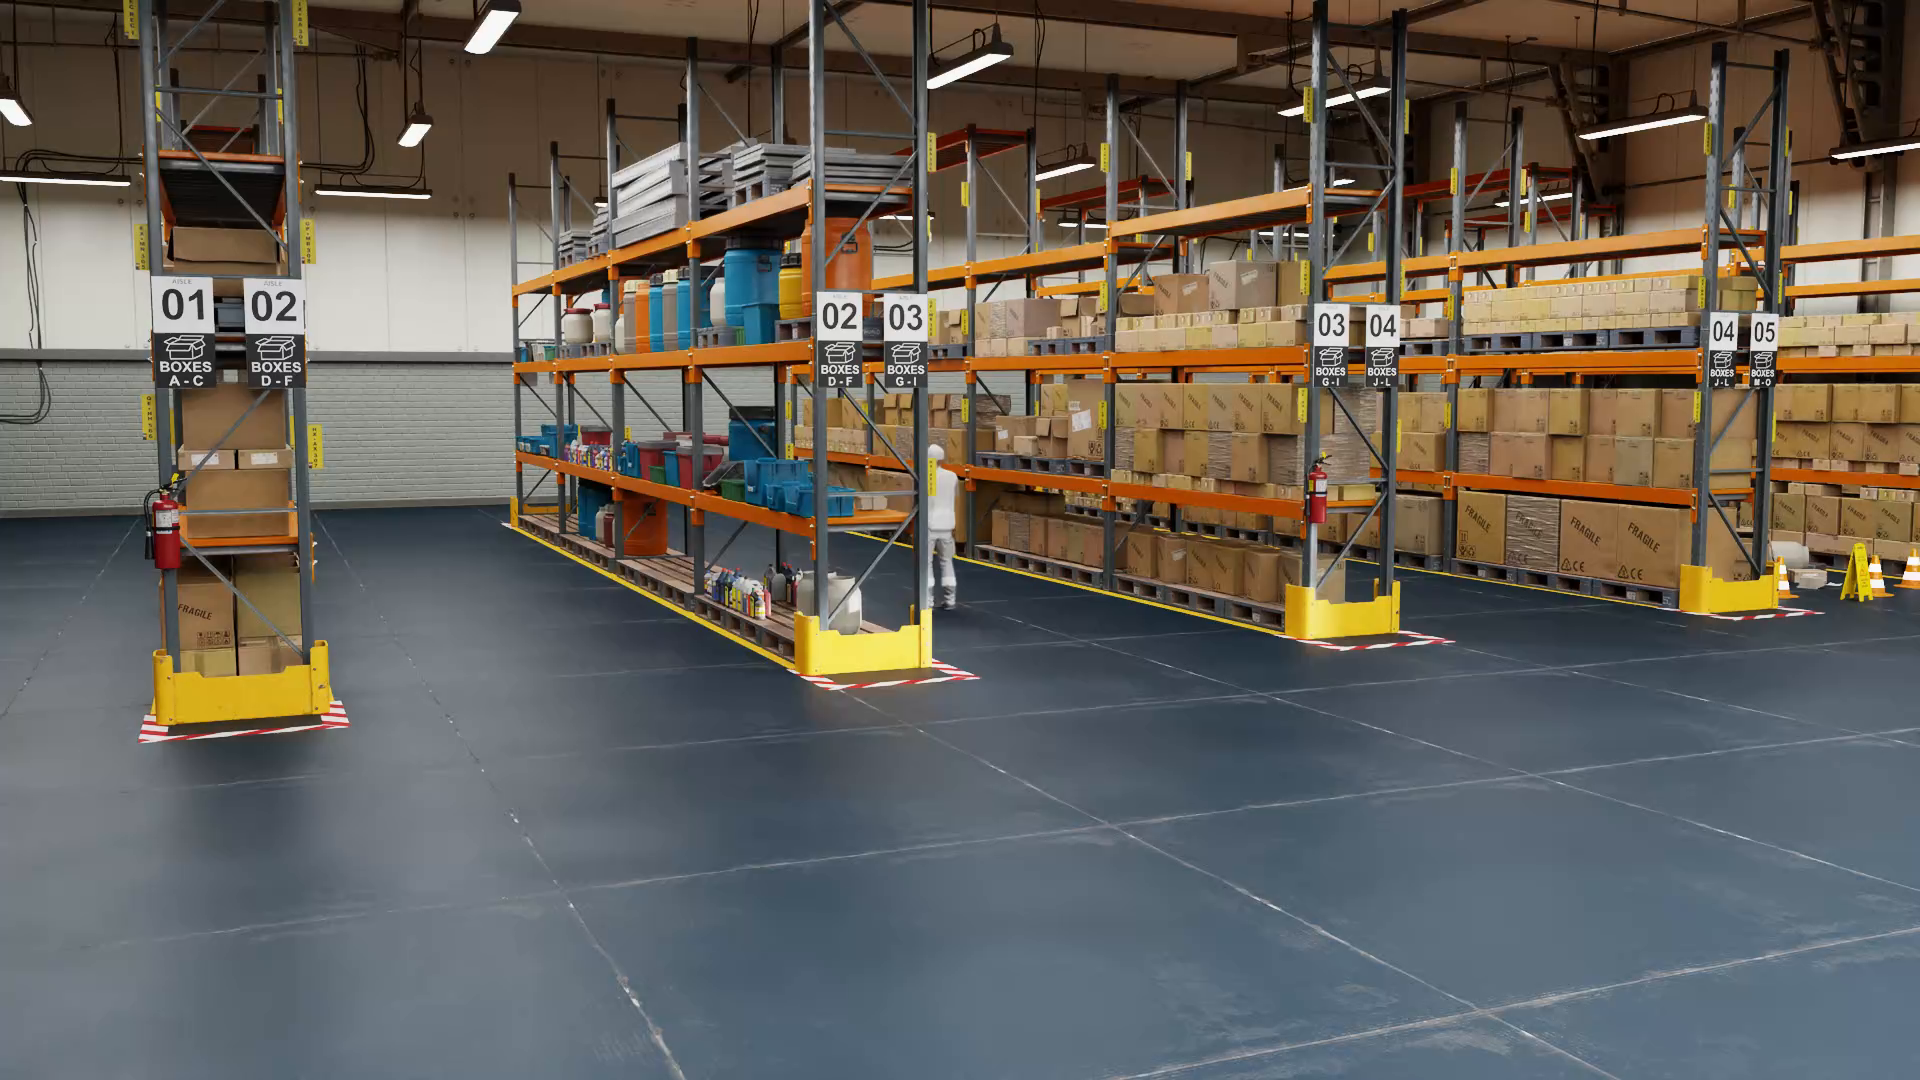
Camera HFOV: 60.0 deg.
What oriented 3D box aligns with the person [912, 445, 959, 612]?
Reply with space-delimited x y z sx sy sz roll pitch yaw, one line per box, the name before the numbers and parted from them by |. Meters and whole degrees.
person | -0.288 -0.134 17.984 0.529 1.793 0.486 -2 6 -25
